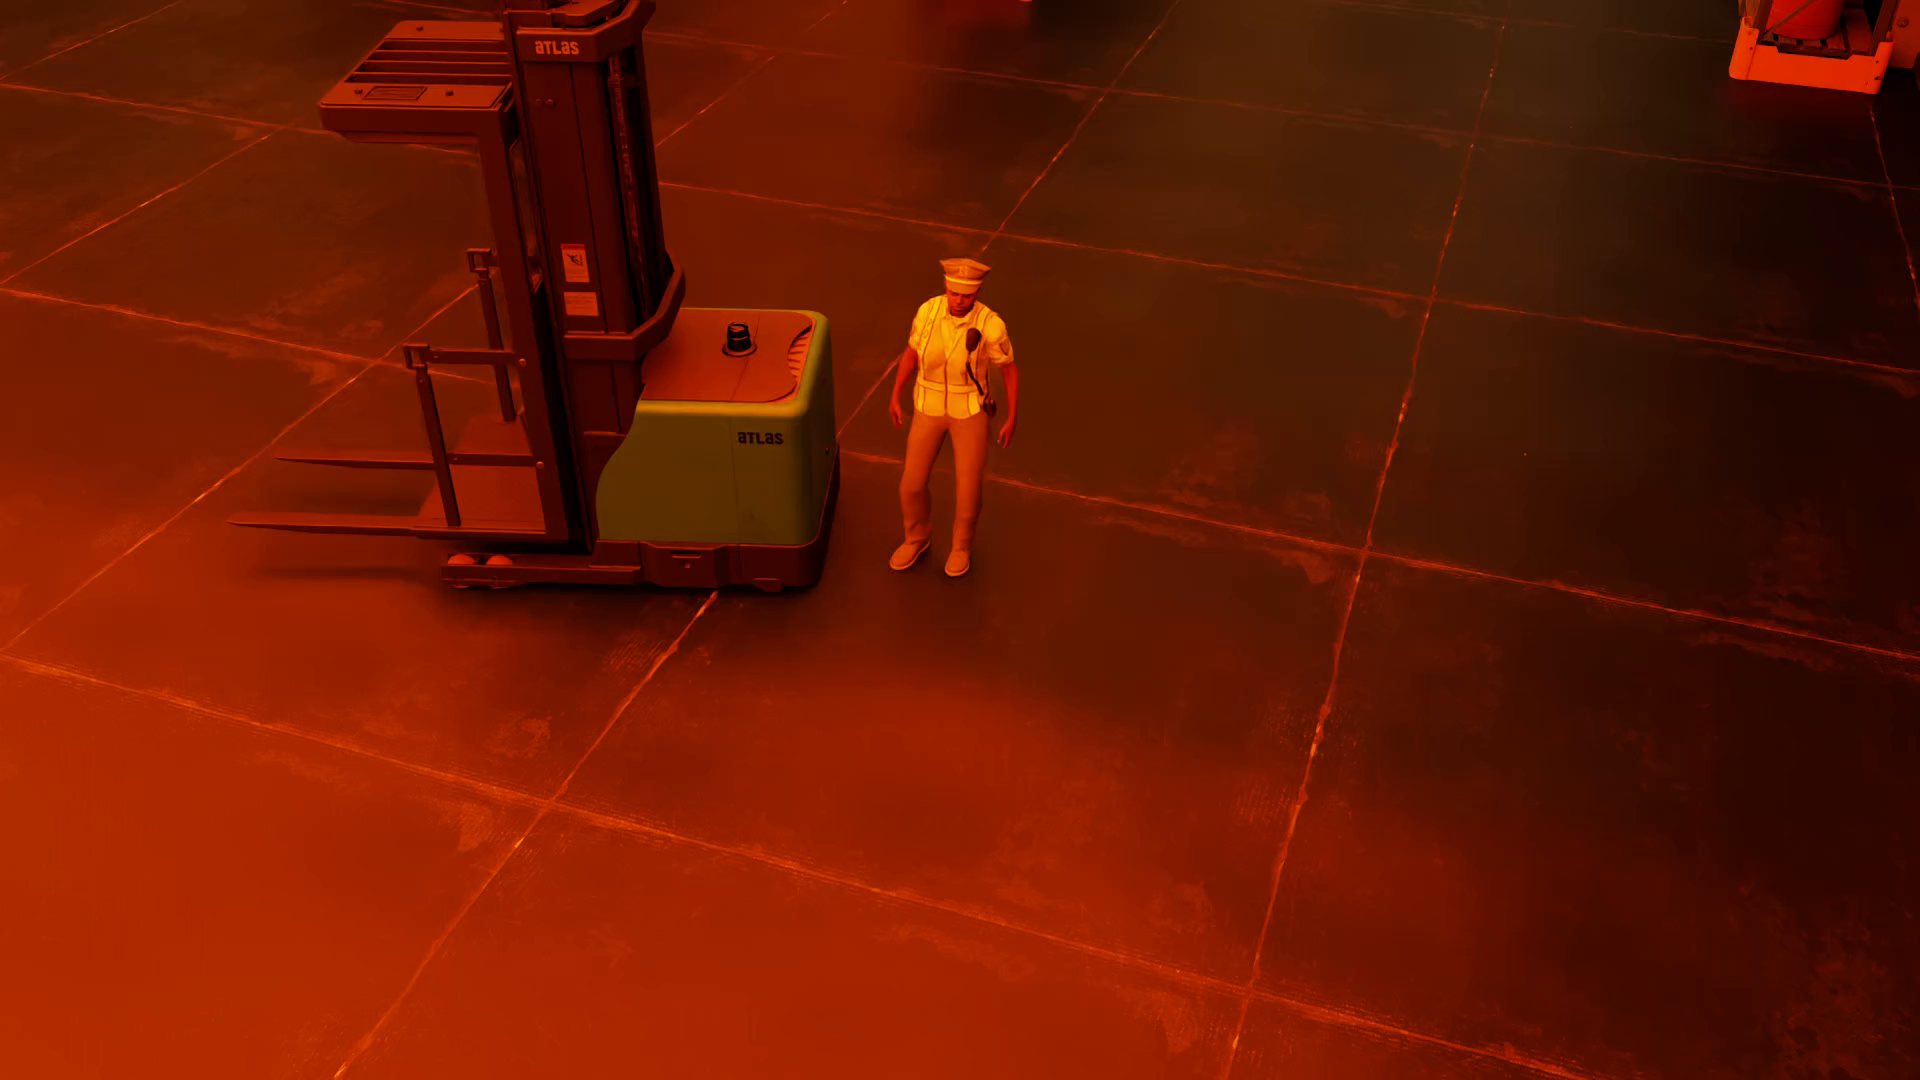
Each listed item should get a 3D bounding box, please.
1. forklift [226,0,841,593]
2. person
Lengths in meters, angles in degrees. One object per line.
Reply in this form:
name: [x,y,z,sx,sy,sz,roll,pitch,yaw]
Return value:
forklift: [-2.180,-1.254,7.879,3.031,2.935,1.130,2,35,2]
person: [-0.041,-0.604,8.067,0.630,1.661,0.438,9,36,12]
